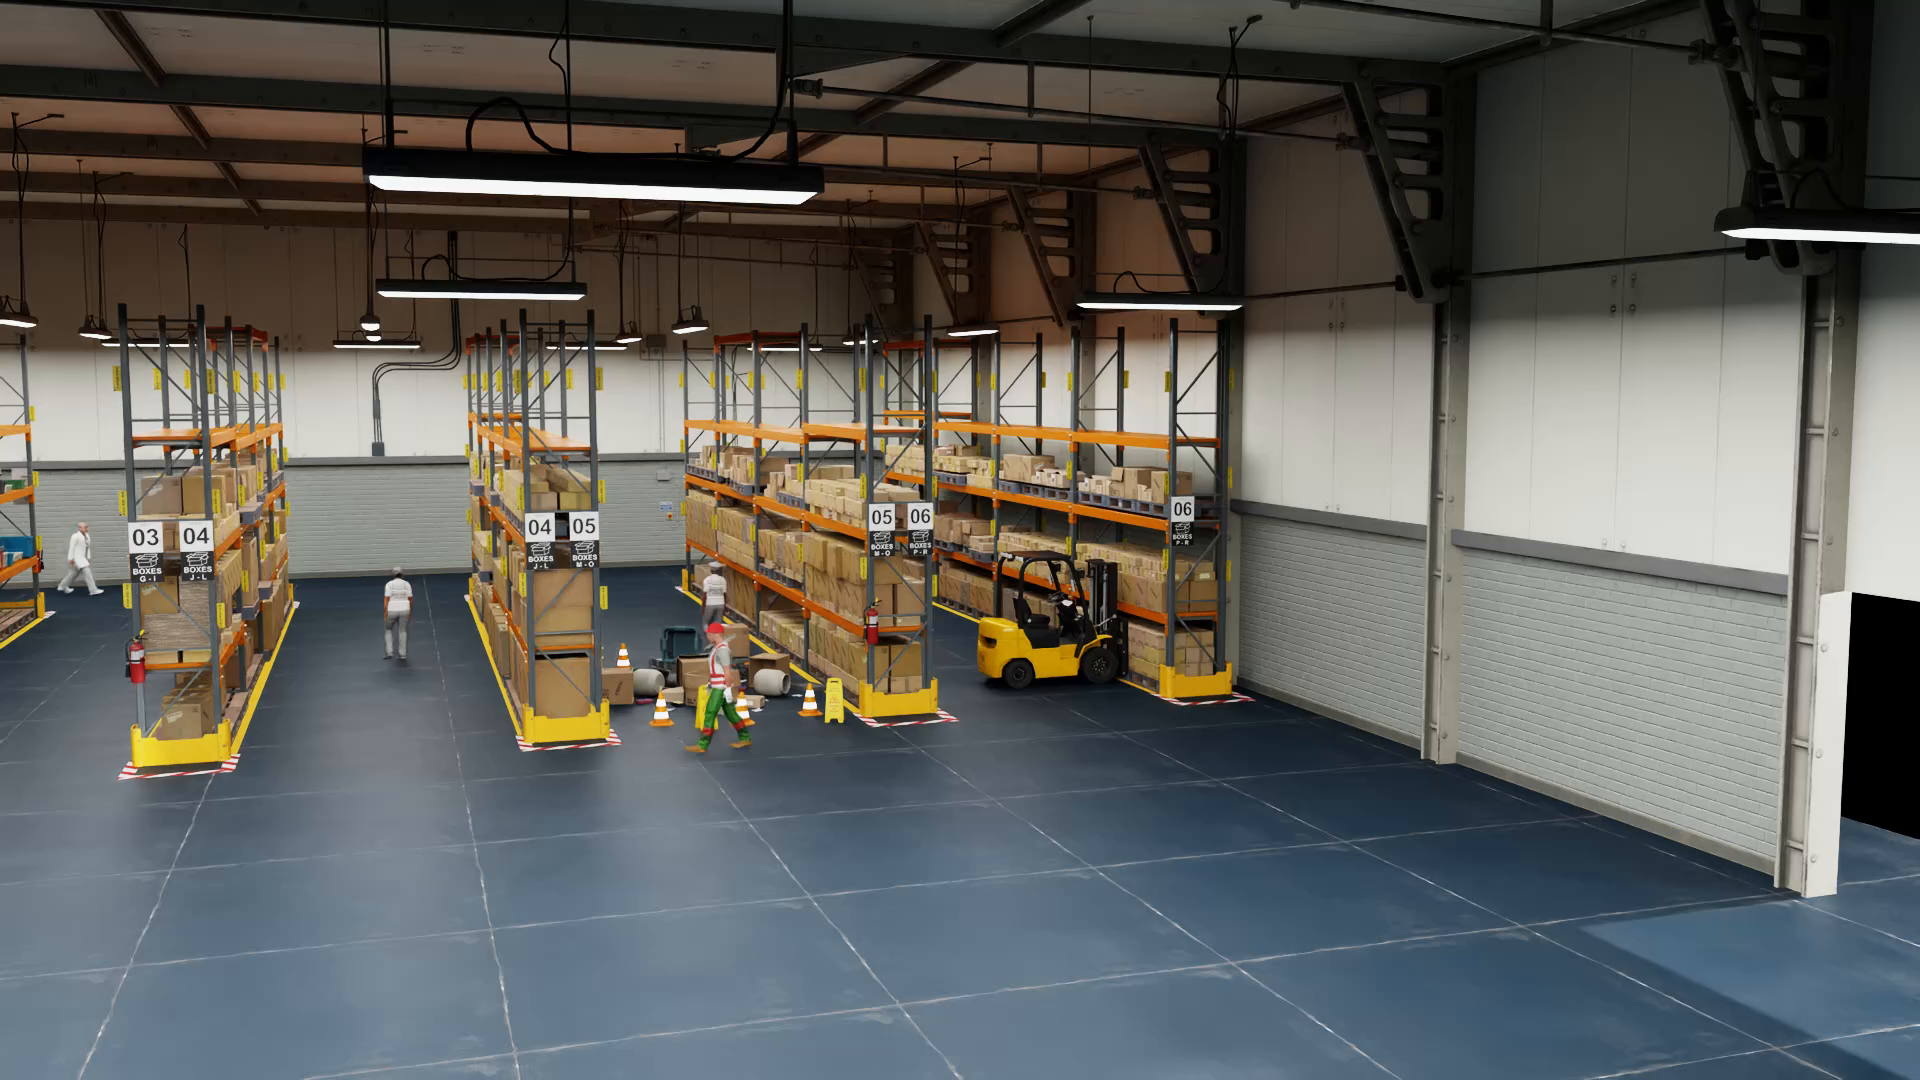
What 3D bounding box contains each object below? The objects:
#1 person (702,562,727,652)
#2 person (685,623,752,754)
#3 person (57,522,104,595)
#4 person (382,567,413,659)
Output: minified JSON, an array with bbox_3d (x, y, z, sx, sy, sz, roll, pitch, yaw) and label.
[{"bbox_3d":[-4.549,1.247,30.768,0.481,1.670,0.403,-3,6,-27],"label":"person"},{"bbox_3d":[-3.291,1.995,22.563,0.911,1.753,0.566,-1,6,-10],"label":"person"},{"bbox_3d":[-20.719,0.437,39.153,1.206,1.717,0.580,0,5,0],"label":"person"},{"bbox_3d":[-10.179,1.349,30.088,0.558,1.710,0.429,-2,6,-24],"label":"person"}]
